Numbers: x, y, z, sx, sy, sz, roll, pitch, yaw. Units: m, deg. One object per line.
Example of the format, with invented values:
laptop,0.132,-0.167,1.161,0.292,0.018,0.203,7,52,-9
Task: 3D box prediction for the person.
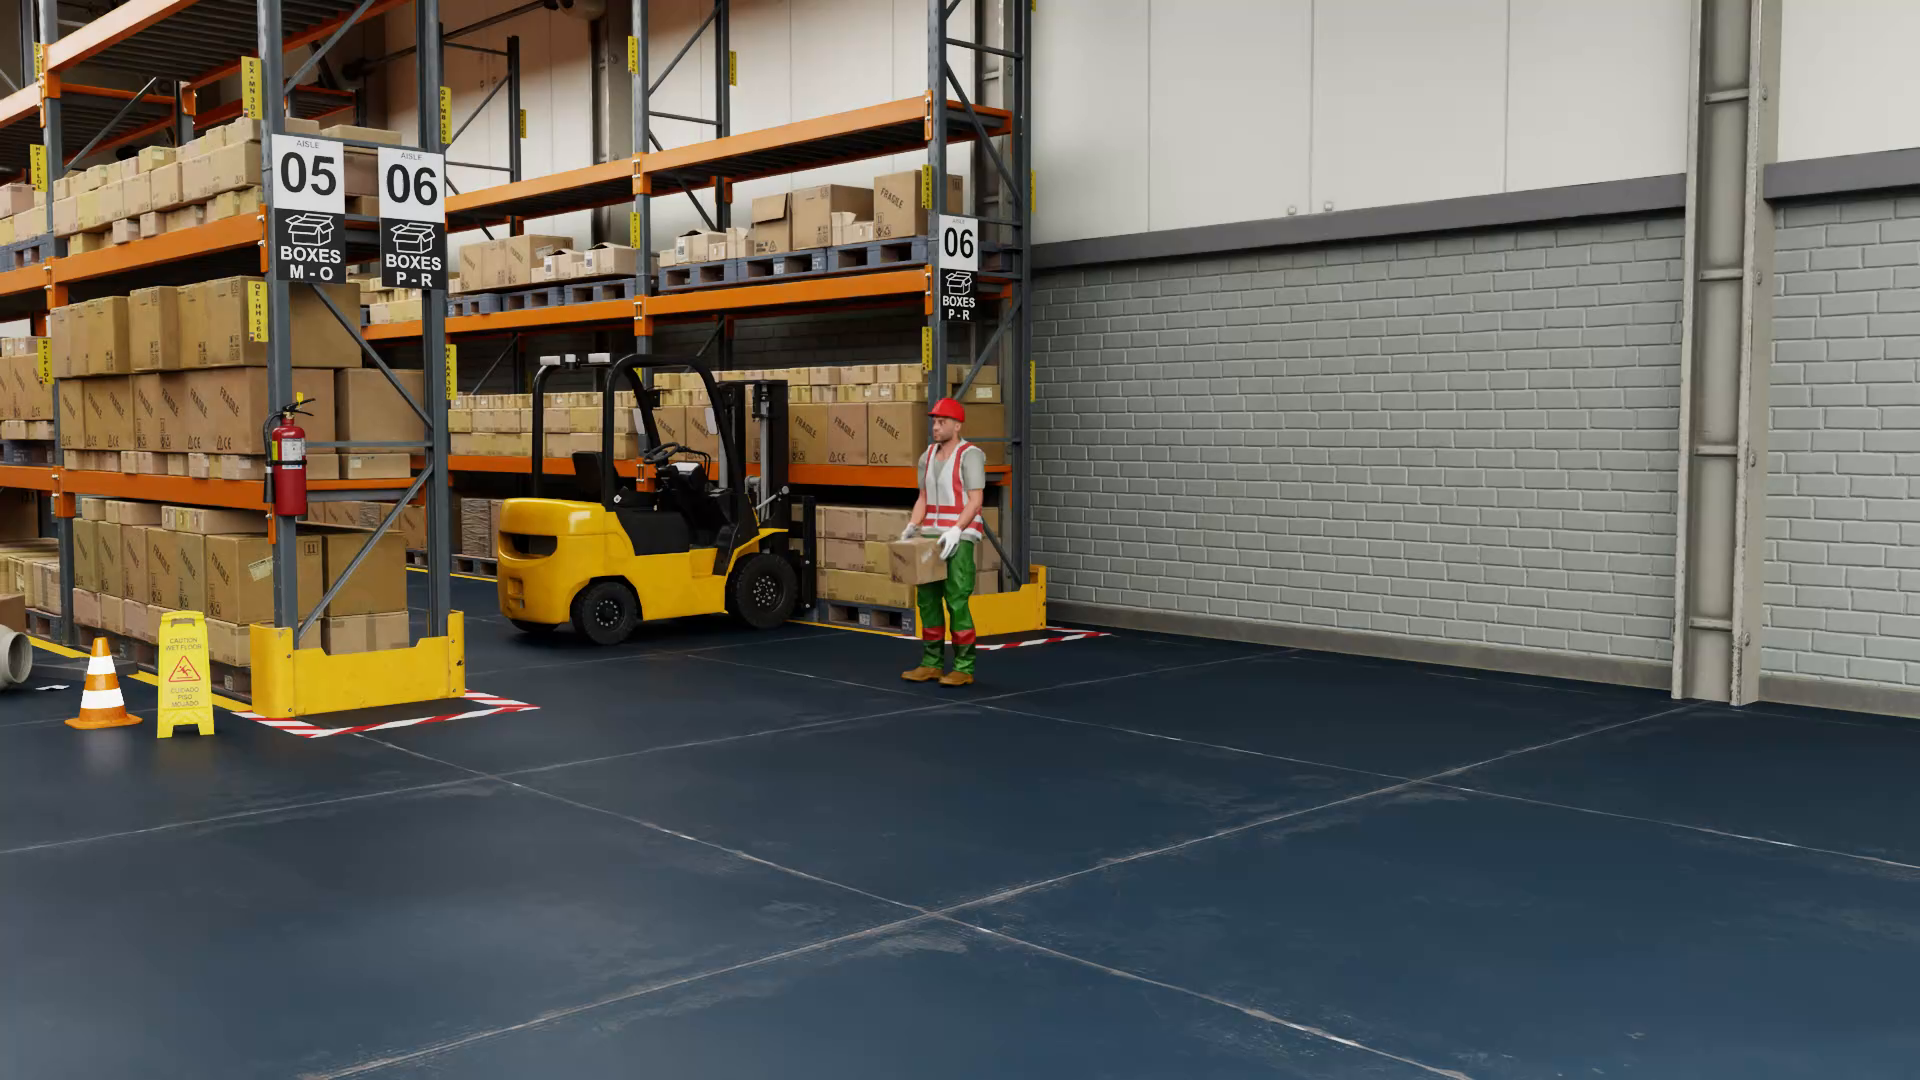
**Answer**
person,-0.093,0.009,10.409,0.449,1.788,0.537,-4,5,-45
